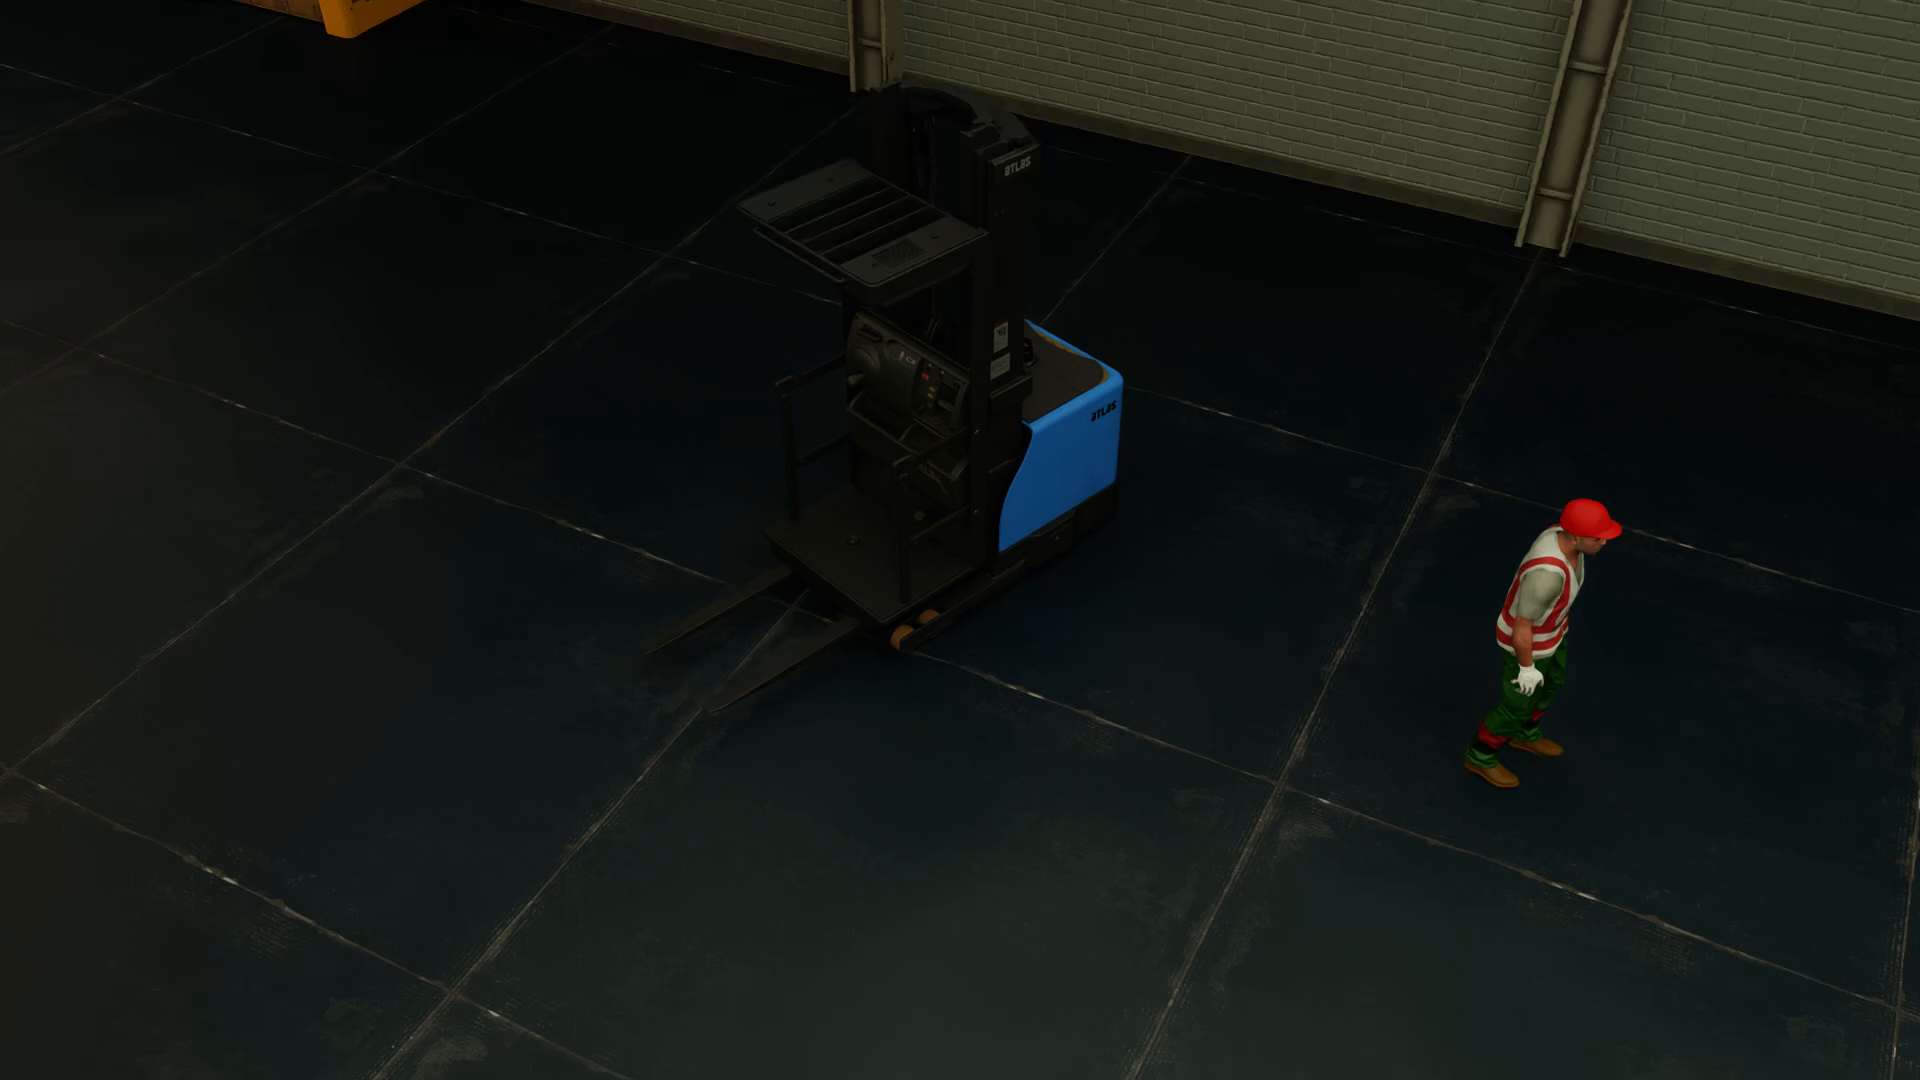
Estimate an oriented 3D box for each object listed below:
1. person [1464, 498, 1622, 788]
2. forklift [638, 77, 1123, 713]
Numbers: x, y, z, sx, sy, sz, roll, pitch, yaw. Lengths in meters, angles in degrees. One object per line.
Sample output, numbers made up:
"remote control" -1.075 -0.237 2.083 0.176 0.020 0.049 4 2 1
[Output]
"person" 2.908 0.515 8.287 0.468 1.792 0.615 23 45 25
"forklift" -0.447 -0.853 9.000 3.031 2.935 1.130 -31 49 -31
